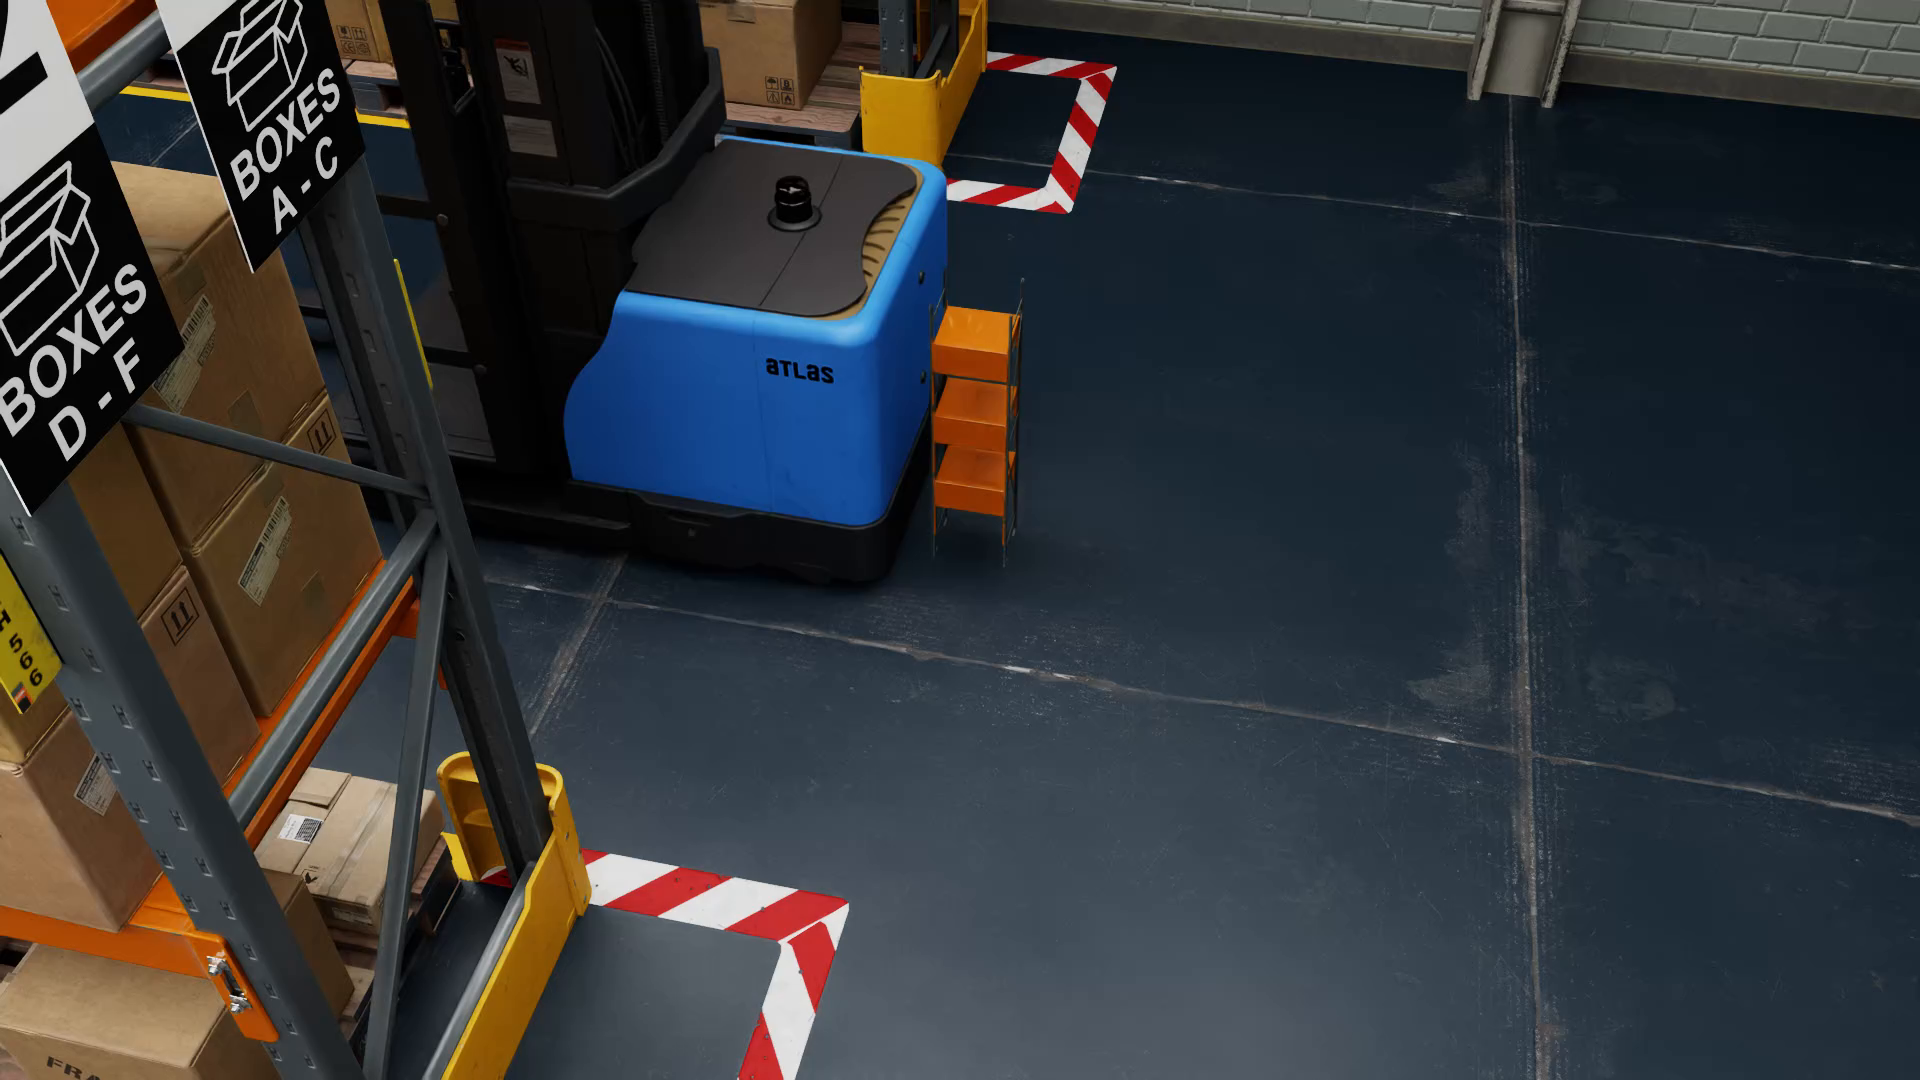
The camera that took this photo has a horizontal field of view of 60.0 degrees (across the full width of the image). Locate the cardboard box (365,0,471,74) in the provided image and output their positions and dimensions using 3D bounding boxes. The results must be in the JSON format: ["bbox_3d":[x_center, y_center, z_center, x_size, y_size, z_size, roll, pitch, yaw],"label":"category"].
[{"bbox_3d":[-2.379,-2.600,7.788,0.500,0.500,0.700,10,45,10],"label":"cardboard box"}]

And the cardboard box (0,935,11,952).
[{"bbox_3d":[-2.756,1.021,4.191,0.500,0.250,0.500,9,45,9],"label":"cardboard box"}]

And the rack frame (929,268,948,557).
[{"bbox_3d":[-0.067,-0.389,5.397,0.008,1.050,0.200,9,45,9],"label":"rack frame"}]

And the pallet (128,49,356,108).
[{"bbox_3d":[-3.352,-2.517,8.213,1.213,0.211,1.003,9,45,9],"label":"pallet"}]

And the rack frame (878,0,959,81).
[{"bbox_3d":[-0.173,-3.084,6.791,0.127,3.000,1.000,9,45,9],"label":"rack frame"}]

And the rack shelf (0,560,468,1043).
[{"bbox_3d":[-3.203,0.225,3.872,4.000,0.370,1.077,9,45,9],"label":"rack shelf"}]

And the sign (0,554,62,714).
[{"bbox_3d":[-1.392,0.111,2.409,0.005,0.325,0.100,9,45,9],"label":"sign"}]

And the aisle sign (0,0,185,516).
[{"bbox_3d":[-1.252,-0.450,2.180,0.004,0.787,0.394,9,45,9],"label":"aisle sign"}]

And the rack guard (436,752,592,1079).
[{"bbox_3d":[-1.325,1.158,4.186,0.348,0.500,1.175,9,45,9],"label":"rack guard"}]

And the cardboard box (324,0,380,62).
[{"bbox_3d":[-2.880,-2.679,7.870,0.500,0.500,0.700,8,45,9],"label":"cardboard box"}]

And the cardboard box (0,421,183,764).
[{"bbox_3d":[-1.746,-0.008,2.803,0.500,0.500,0.500,8,45,9],"label":"cardboard box"}]

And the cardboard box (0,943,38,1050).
[{"bbox_3d":[-2.211,1.094,4.177,0.250,0.166,0.380,9,45,9],"label":"cardboard box"}]

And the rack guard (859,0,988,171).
[{"bbox_3d":[-0.150,-2.180,7.654,0.348,0.500,1.175,9,45,9],"label":"rack guard"}]

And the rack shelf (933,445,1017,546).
[{"bbox_3d":[0.052,-0.162,5.578,0.240,0.259,0.215,9,45,9],"label":"rack shelf"}]

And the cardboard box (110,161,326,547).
[{"bbox_3d":[-1.627,-0.373,3.181,0.500,0.500,0.500,10,45,10],"label":"cardboard box"}]

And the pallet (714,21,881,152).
[{"bbox_3d":[-0.971,-2.147,7.829,1.213,0.211,1.003,9,45,9],"label":"pallet"}]

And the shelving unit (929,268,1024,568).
[{"bbox_3d":[0.052,-0.370,5.377,0.252,1.050,0.215,9,45,9],"label":"shelving unit"}]

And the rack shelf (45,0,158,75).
[{"bbox_3d":[-3.203,-0.855,2.831,4.000,0.370,1.077,9,45,9],"label":"rack shelf"}]

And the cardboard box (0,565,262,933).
[{"bbox_3d":[-1.748,0.349,3.152,0.500,0.500,0.500,10,45,10],"label":"cardboard box"}]

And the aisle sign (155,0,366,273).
[{"bbox_3d":[-1.121,-0.856,2.602,0.004,0.787,0.394,9,45,9],"label":"aisle sign"}]

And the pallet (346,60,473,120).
[{"bbox_3d":[-2.157,-2.334,8.022,1.213,0.211,1.003,9,45,9],"label":"pallet"}]

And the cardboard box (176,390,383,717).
[{"bbox_3d":[-1.627,-0.013,3.528,0.500,0.500,0.500,10,45,10],"label":"cardboard box"}]

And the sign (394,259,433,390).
[{"bbox_3d":[-1.133,-0.410,3.389,0.005,0.325,0.100,9,45,9],"label":"sign"}]

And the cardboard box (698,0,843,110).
[{"bbox_3d":[-0.878,-2.373,7.552,0.500,0.500,0.700,9,45,9],"label":"cardboard box"}]

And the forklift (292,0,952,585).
[{"bbox_3d":[-1.603,-1.452,5.145,3.031,2.935,1.130,10,45,10],"label":"forklift"}]

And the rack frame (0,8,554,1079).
[{"bbox_3d":[-1.251,0.269,3.307,0.127,3.000,1.000,9,45,9],"label":"rack frame"}]

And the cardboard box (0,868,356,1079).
[{"bbox_3d":[-1.836,1.096,3.934,0.500,0.500,0.500,9,45,9],"label":"cardboard box"}]

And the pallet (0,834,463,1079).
[{"bbox_3d":[-2.104,1.142,4.411,1.213,0.211,1.003,9,45,9],"label":"pallet"}]

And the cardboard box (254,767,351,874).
[{"bbox_3d":[-1.829,0.798,4.484,0.250,0.166,0.380,9,45,9],"label":"cardboard box"}]

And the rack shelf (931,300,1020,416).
[{"bbox_3d":[0.052,-0.567,5.188,0.240,0.259,0.215,9,45,9],"label":"rack shelf"}]

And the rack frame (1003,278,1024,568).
[{"bbox_3d":[0.171,-0.352,5.358,0.008,1.050,0.200,9,45,9],"label":"rack frame"}]

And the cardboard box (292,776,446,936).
[{"bbox_3d":[-1.585,0.842,4.451,0.250,0.149,0.380,9,45,9],"label":"cardboard box"}]

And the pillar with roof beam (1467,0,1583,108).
[{"bbox_3d":[1.710,-2.508,1.867,0.400,9.000,9.100,9,45,9],"label":"pillar with roof beam"}]

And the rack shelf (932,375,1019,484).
[{"bbox_3d":[0.052,-0.363,5.385,0.240,0.259,0.215,9,45,9],"label":"rack shelf"}]
